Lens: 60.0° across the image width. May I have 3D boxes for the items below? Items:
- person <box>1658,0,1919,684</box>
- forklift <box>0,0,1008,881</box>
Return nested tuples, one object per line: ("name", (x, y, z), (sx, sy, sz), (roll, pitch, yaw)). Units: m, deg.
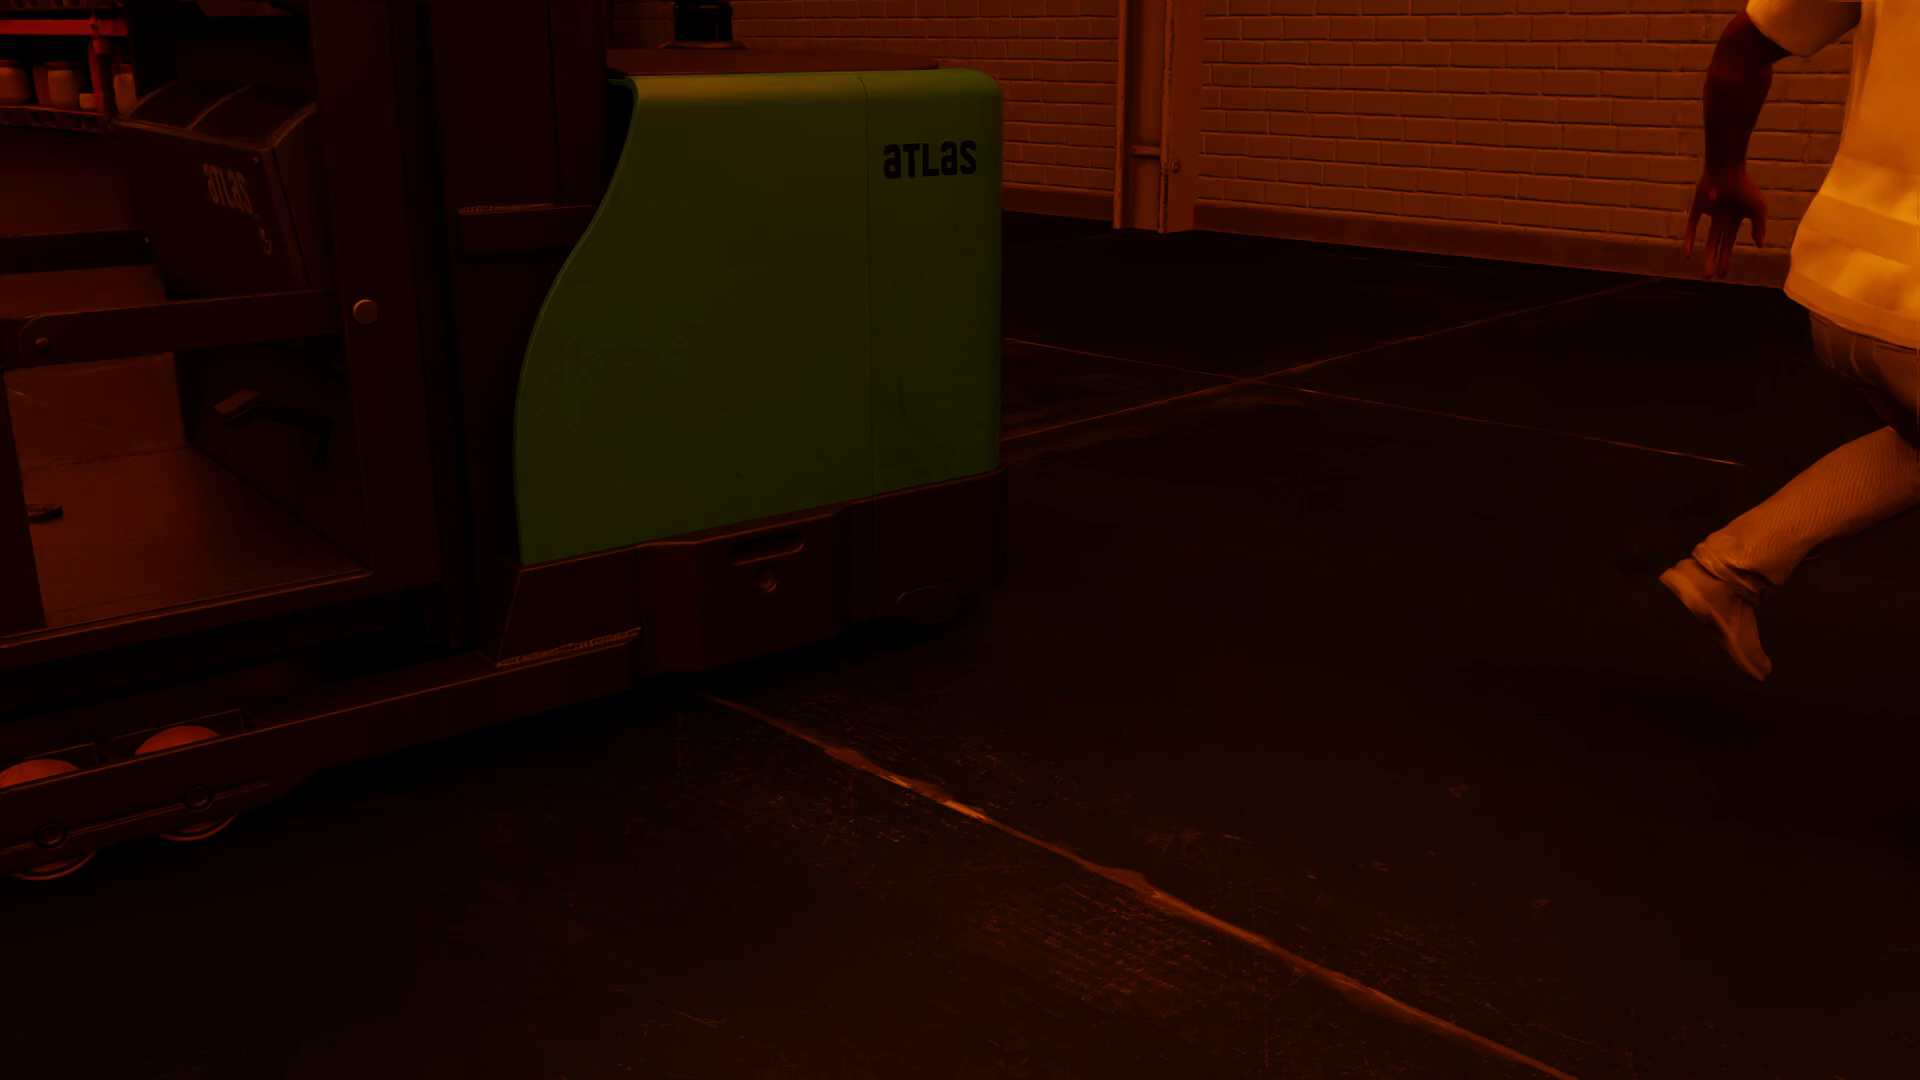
("person", (1.476, -0.362, 2.350), (0.524, 1.646, 1.039), (-3, 17, -10))
("forklift", (-1.379, -1.097, 2.477), (3.031, 2.935, 1.130), (-13, 21, -36))
